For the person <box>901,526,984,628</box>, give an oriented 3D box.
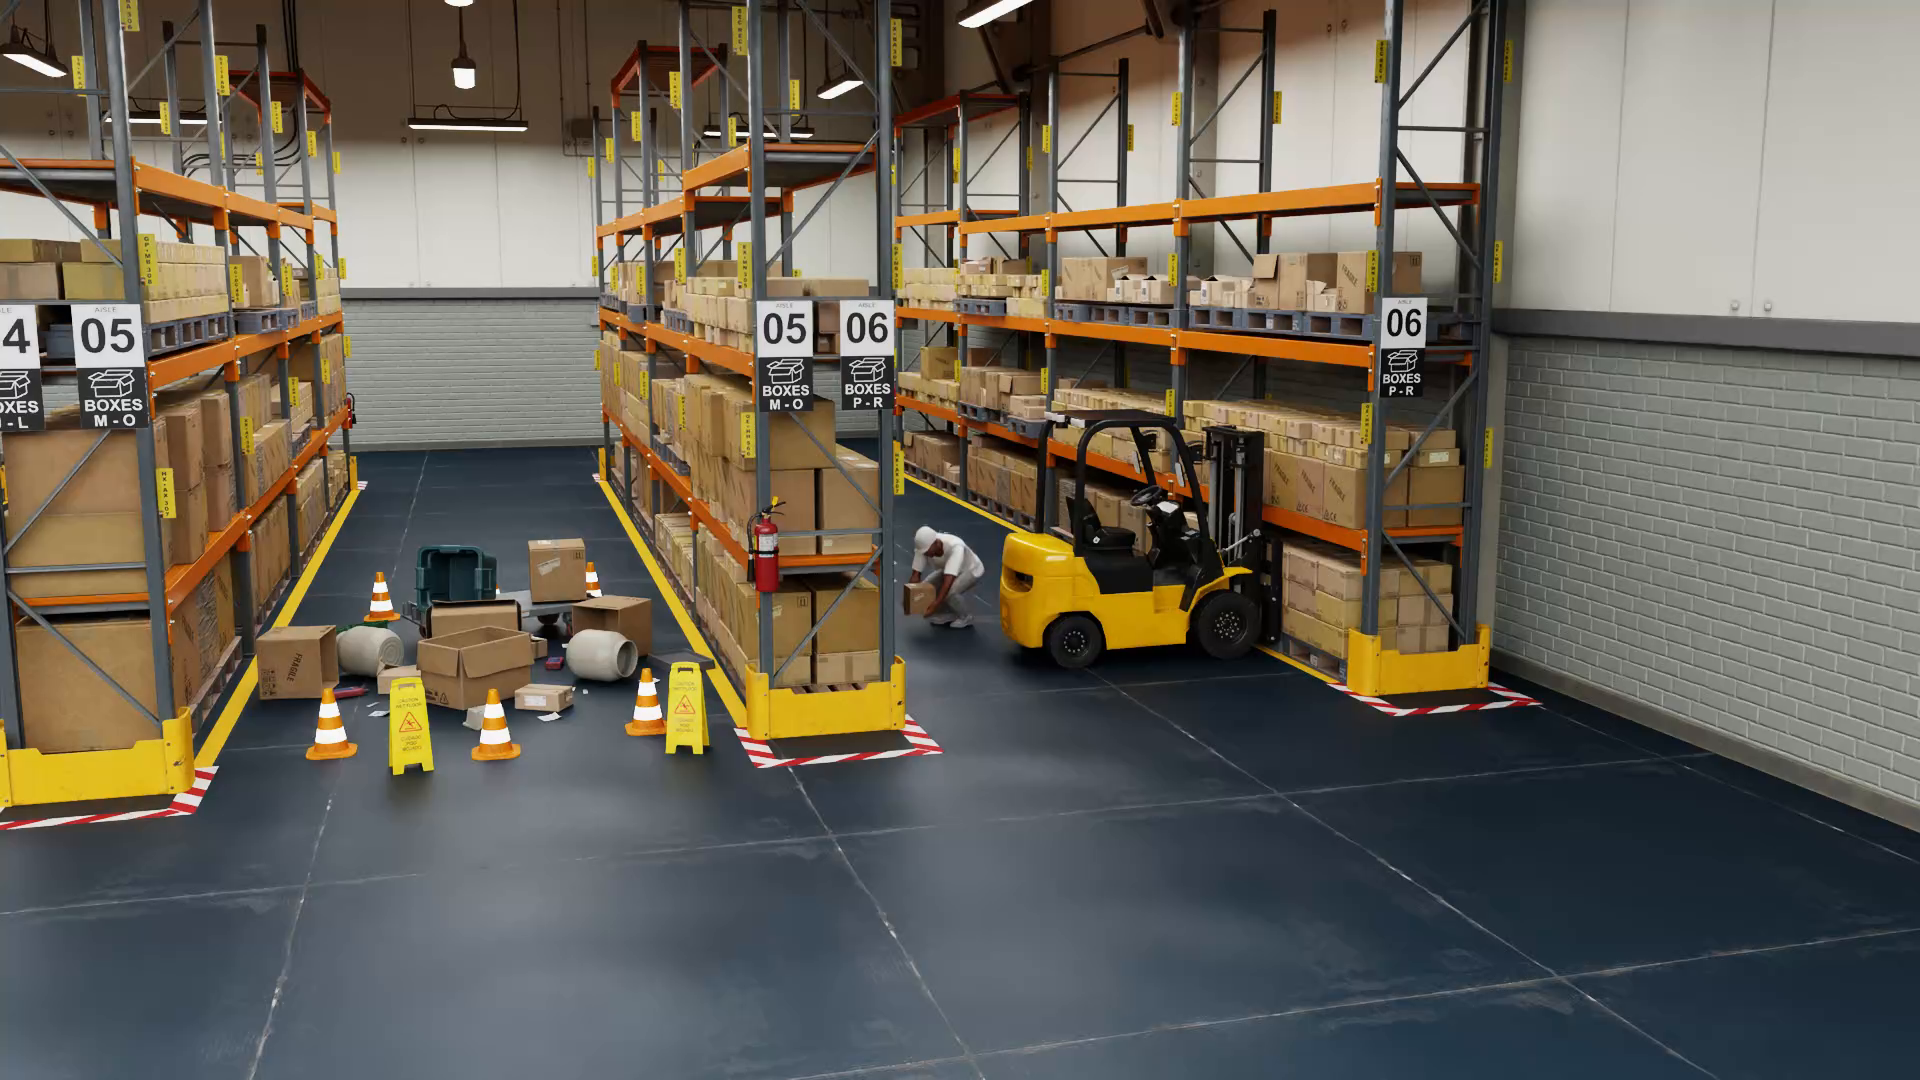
[{"bbox_3d":[-0.135,0.341,16.016,0.583,1.029,0.889,9,13,44],"label":"person"}]
